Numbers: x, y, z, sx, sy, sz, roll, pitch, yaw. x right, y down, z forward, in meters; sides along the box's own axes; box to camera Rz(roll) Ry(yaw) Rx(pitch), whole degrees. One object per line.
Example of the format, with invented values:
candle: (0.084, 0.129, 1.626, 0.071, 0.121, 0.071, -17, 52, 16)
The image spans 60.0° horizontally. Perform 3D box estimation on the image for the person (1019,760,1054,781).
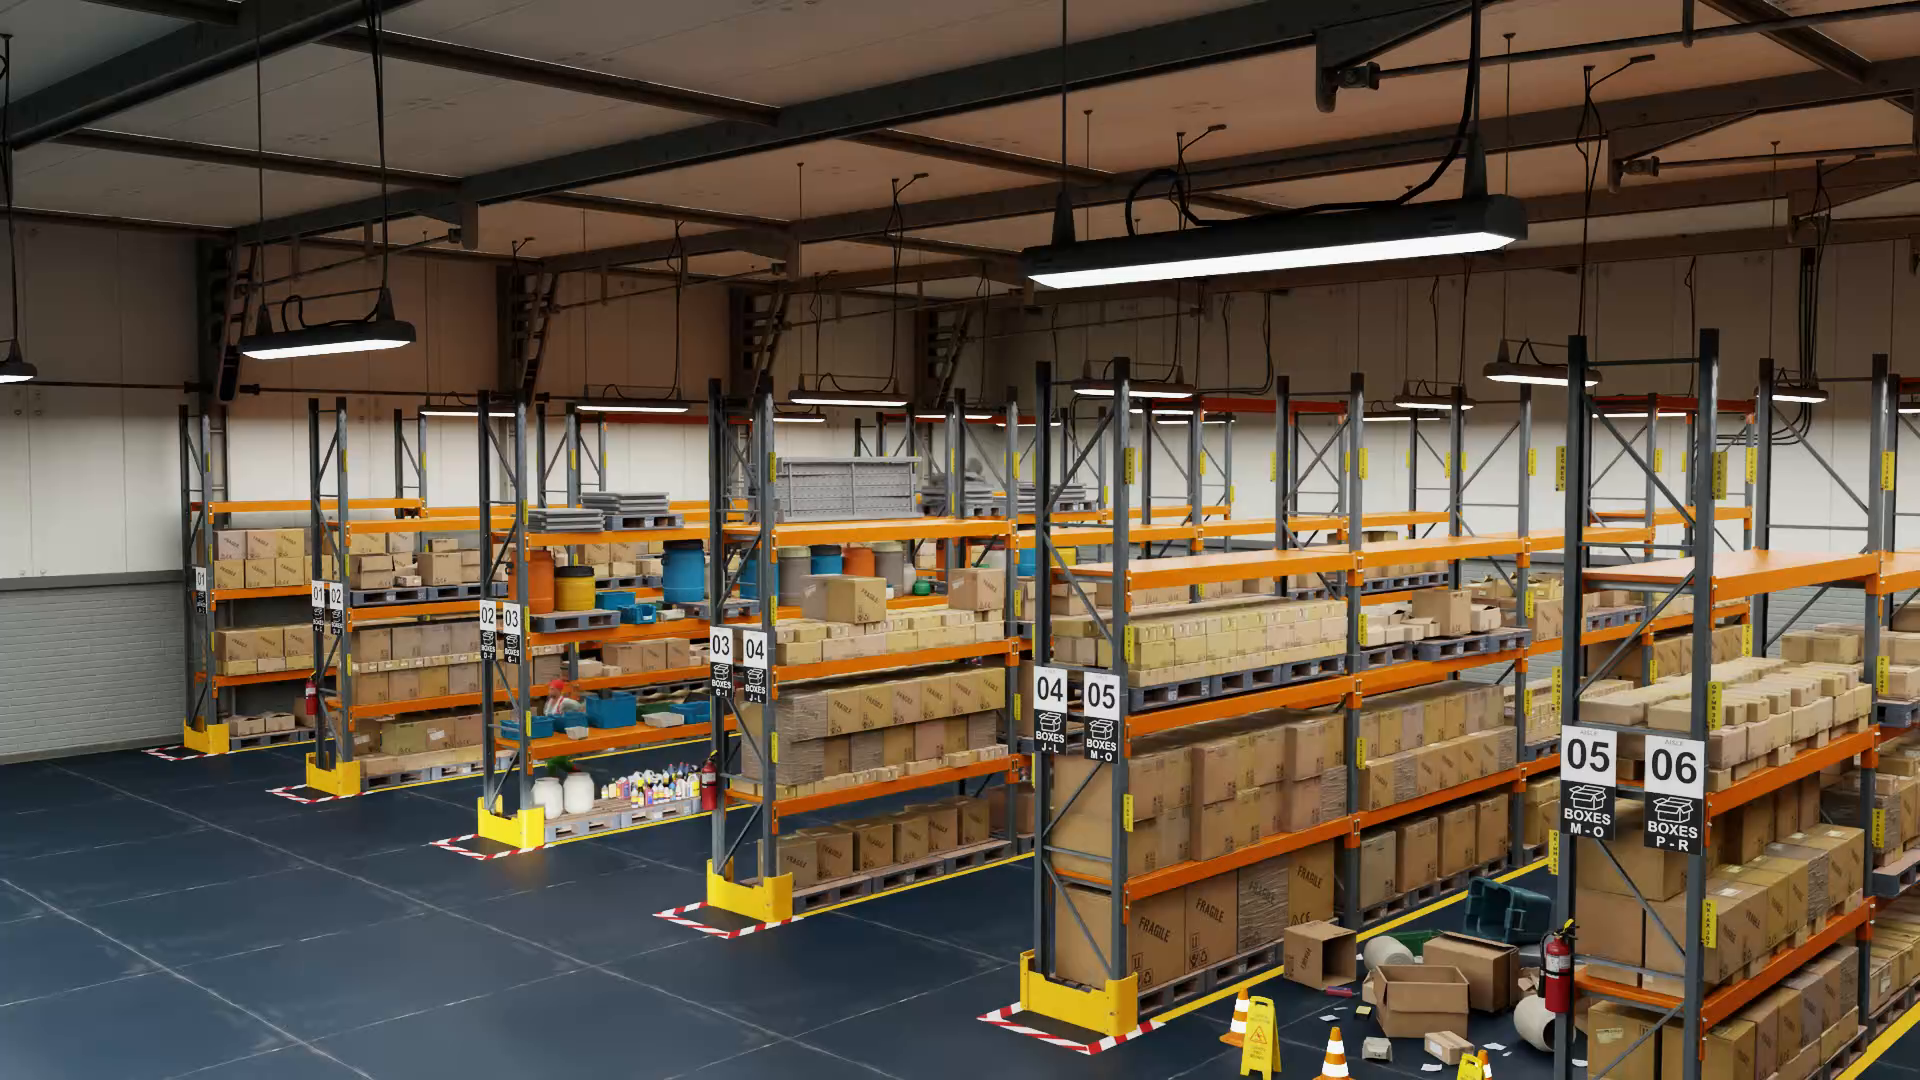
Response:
person: (1.187, 2.929, 25.982, 0.572, 1.659, 0.970, 2, 4, 34)

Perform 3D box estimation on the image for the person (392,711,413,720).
person: (-9.280, 2.809, 27.965, 0.672, 1.785, 0.941, 3, 4, 42)

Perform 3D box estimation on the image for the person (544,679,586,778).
person: (-5.920, 2.984, 24.705, 0.690, 1.848, 0.913, 3, 4, 43)
